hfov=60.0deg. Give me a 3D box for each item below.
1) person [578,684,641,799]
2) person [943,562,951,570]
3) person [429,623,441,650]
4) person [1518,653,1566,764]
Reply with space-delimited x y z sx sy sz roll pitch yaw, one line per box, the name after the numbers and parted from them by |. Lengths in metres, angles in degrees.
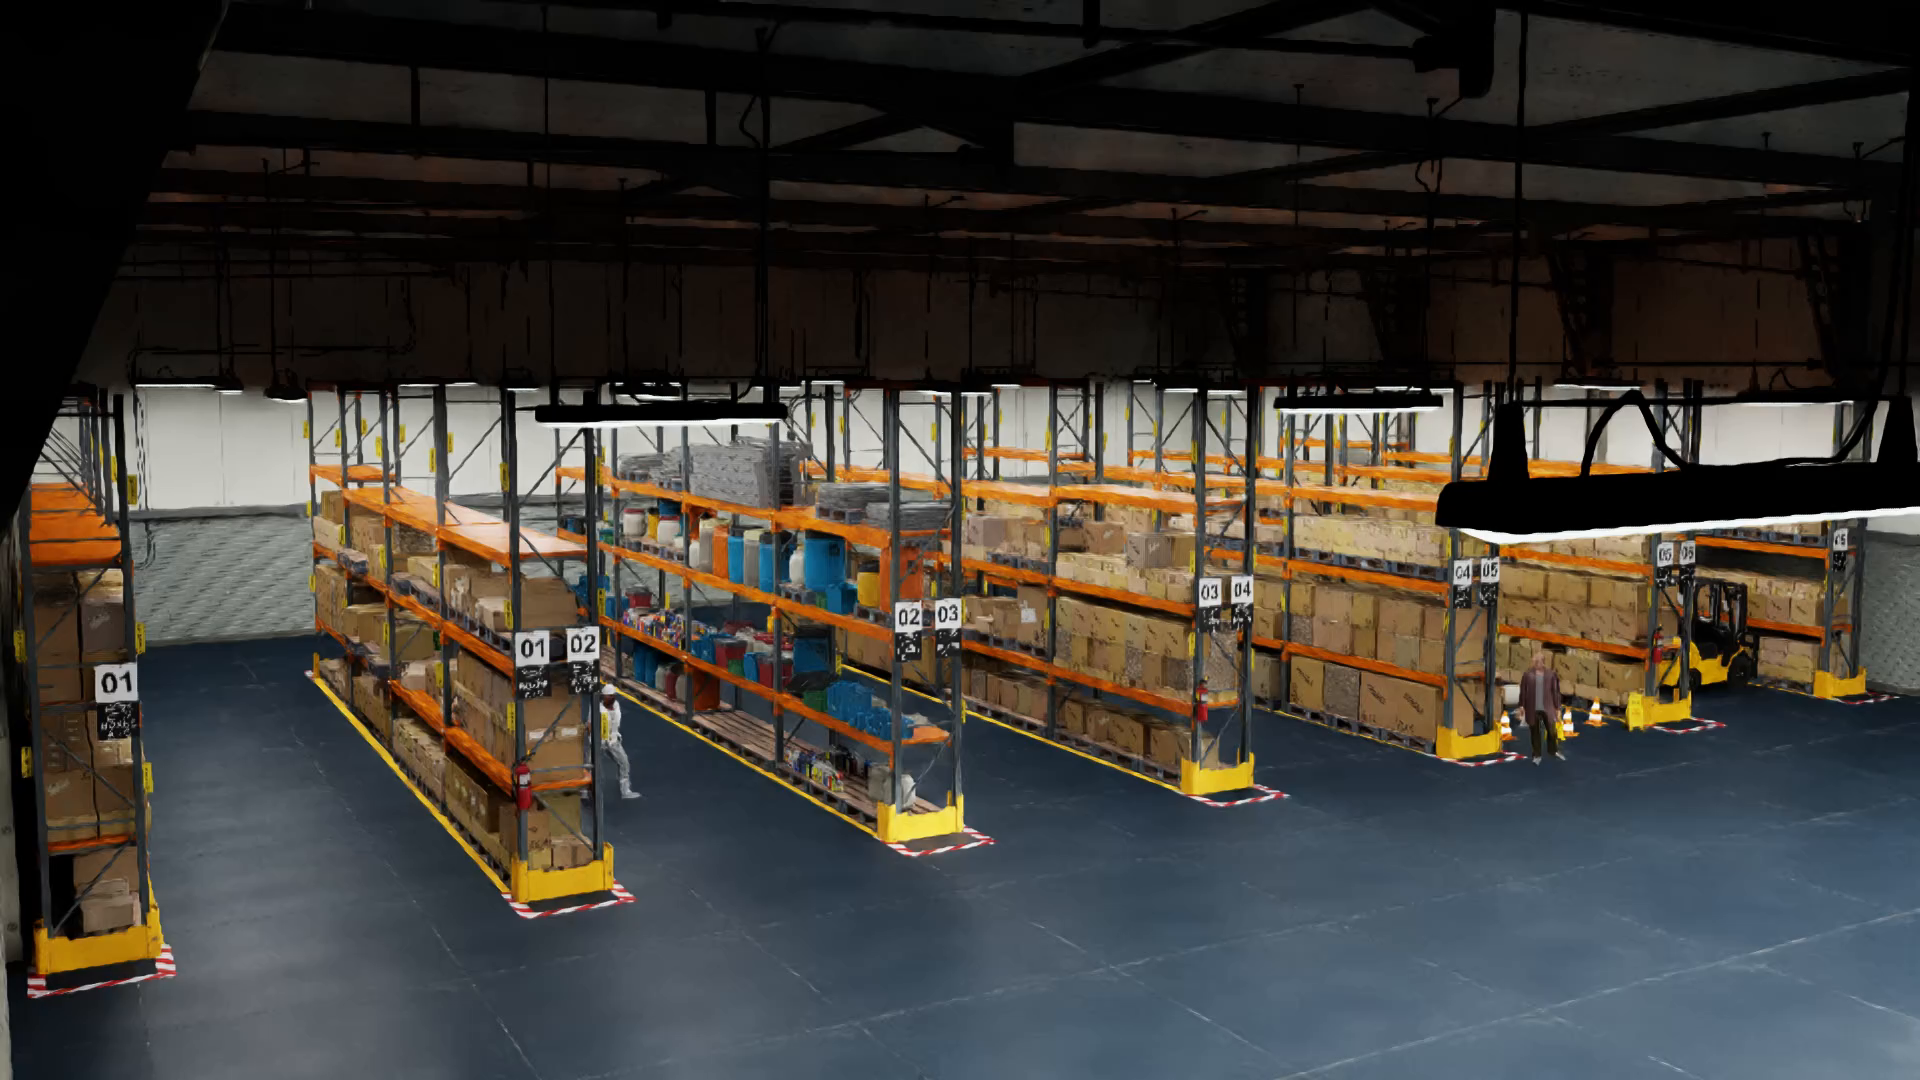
-5.145 2.913 24.080 0.846 1.723 0.692 6 8 44 | person
-0.415 0.973 43.173 0.459 1.543 0.883 0 6 -4 | person
-10.843 1.845 34.145 0.677 1.742 0.547 -4 7 -31 | person
9.190 2.709 26.228 0.747 1.656 0.528 3 7 23 | person
